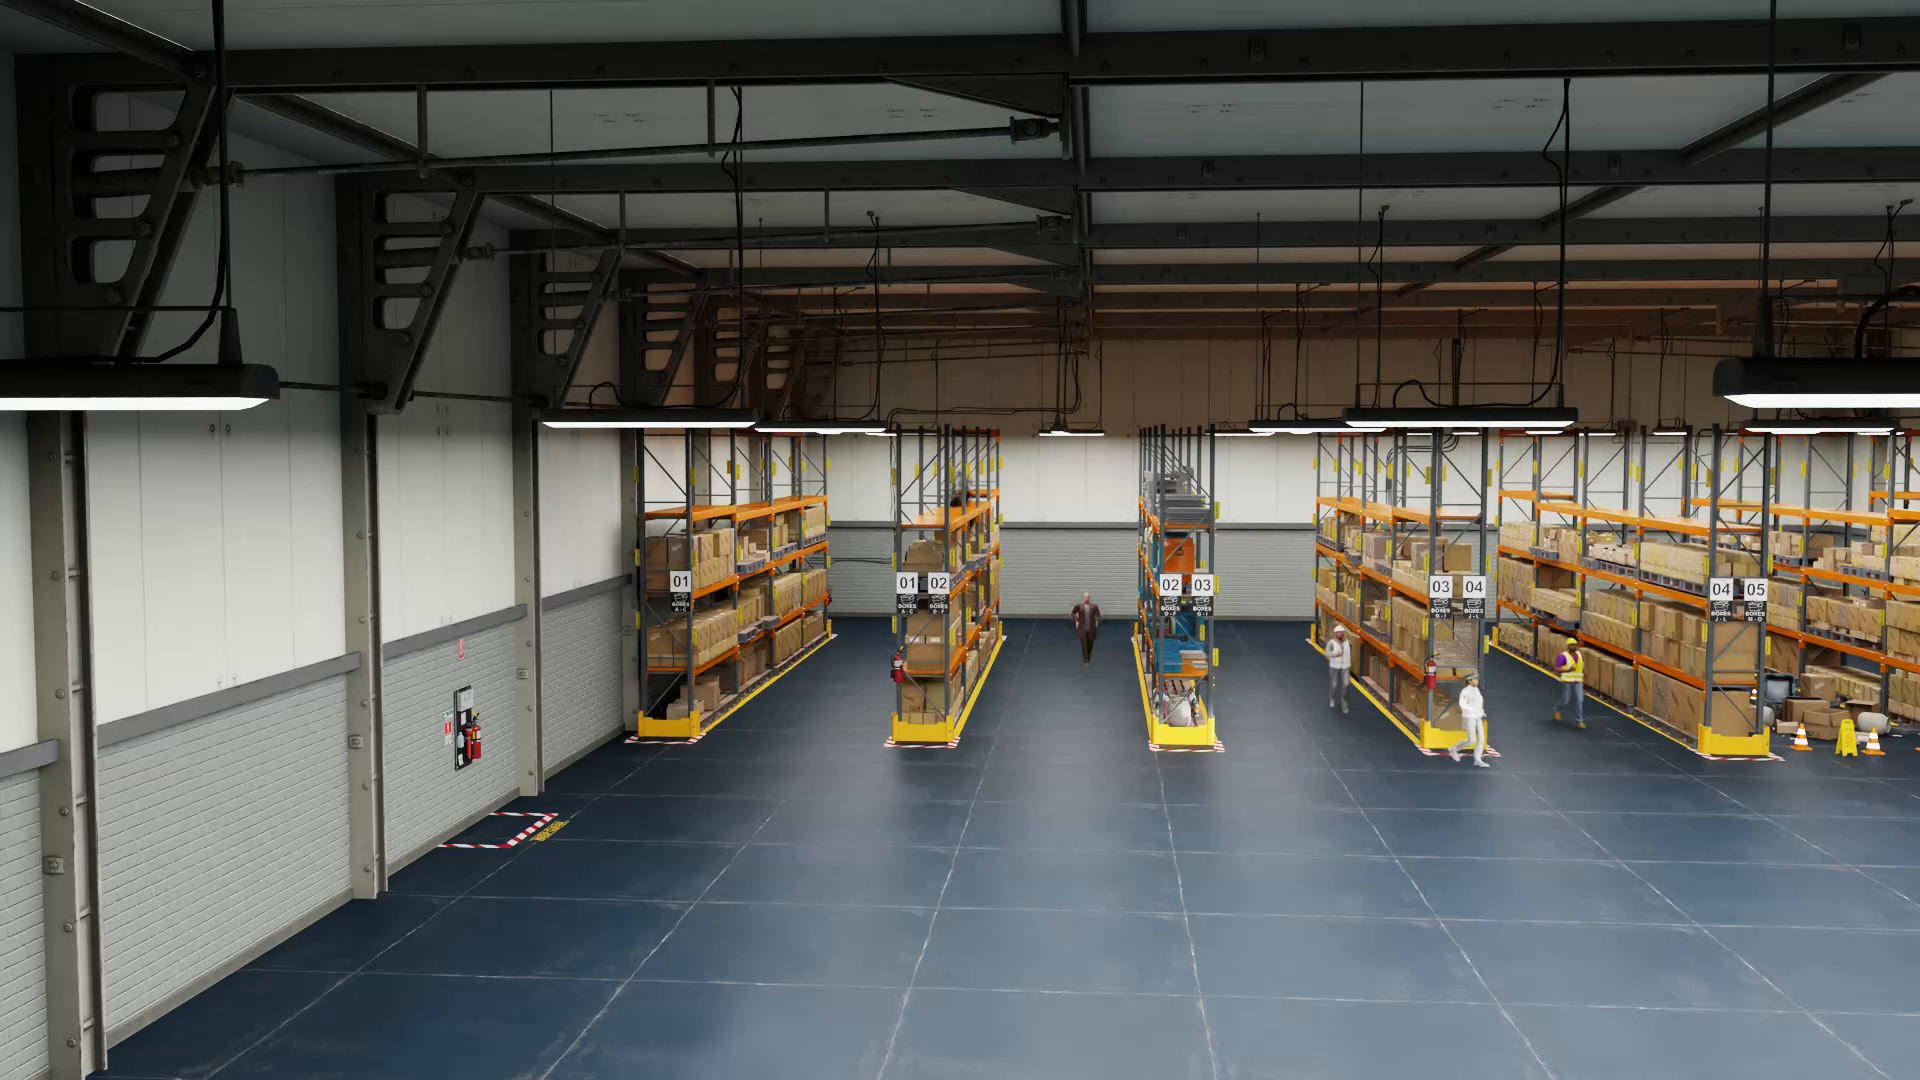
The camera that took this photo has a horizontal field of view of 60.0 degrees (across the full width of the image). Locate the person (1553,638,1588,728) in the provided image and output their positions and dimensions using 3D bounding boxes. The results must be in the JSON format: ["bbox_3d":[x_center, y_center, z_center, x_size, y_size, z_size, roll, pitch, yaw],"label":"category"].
[{"bbox_3d":[12.153,2.816,33.045,0.712,1.744,0.961,0,4,-8],"label":"person"}]

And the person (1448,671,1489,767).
[{"bbox_3d":[8.930,3.112,29.089,0.729,1.669,0.642,3,5,44],"label":"person"}]

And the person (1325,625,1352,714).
[{"bbox_3d":[7.966,2.708,34.954,0.645,1.847,0.808,0,3,1],"label":"person"}]

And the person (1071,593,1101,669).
[{"bbox_3d":[3.012,2.149,39.697,0.711,1.783,0.885,0,3,-1],"label":"person"}]
